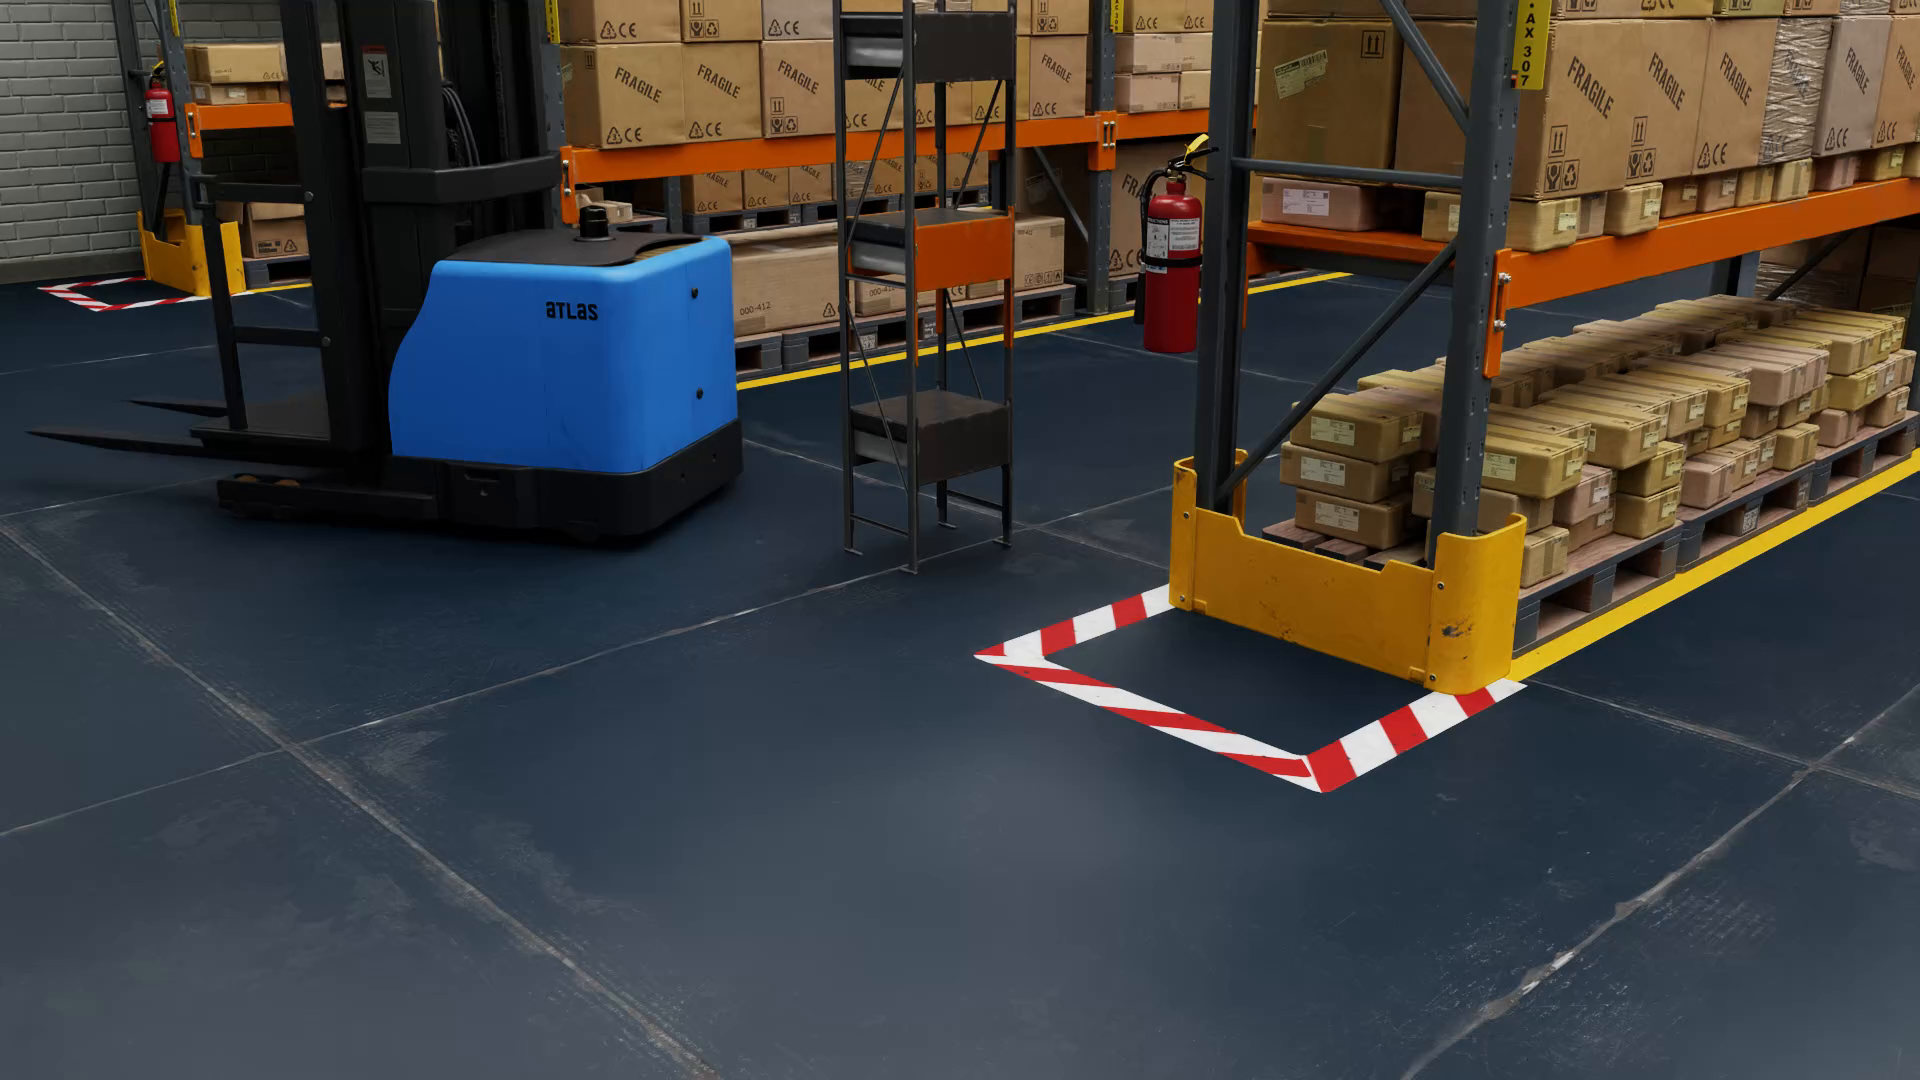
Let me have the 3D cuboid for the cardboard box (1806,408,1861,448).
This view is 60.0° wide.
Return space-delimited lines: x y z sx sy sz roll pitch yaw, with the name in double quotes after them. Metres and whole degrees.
3.635 -0.523 7.177 0.380 0.149 0.250 17 25 42 "cardboard box"

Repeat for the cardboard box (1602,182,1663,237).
2.022 -1.082 5.367 0.380 0.149 0.250 17 25 42 "cardboard box"

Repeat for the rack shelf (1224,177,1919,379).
2.626 -1.180 6.427 4.000 0.370 1.077 -16 24 -41 "rack shelf"

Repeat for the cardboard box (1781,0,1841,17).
2.805 -2.121 5.898 0.500 0.500 0.500 17 25 42 "cardboard box"

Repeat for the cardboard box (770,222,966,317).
-0.575 -1.716 10.387 0.875 0.438 0.875 17 25 42 "cardboard box"

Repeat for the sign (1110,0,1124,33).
0.988 -3.359 10.450 0.005 0.325 0.100 -16 24 -41 "sign"

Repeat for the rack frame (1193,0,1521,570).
1.173 -1.098 5.009 0.127 3.000 1.000 -16 24 -41 "rack frame"

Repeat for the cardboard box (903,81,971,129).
-0.282 -2.706 9.805 0.500 0.500 0.500 -17 24 -42 "cardboard box"

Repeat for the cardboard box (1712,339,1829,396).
3.290 -0.706 6.776 0.380 0.149 0.250 16 24 41 "cardboard box"

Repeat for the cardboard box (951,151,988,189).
-0.061 -3.866 16.917 0.500 0.500 0.500 -15 23 -39 "cardboard box"

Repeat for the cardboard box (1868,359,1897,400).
3.881 -0.733 7.341 0.380 0.149 0.250 16 24 41 "cardboard box"

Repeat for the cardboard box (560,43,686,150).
-1.755 -2.271 8.464 0.500 0.500 0.500 -17 24 -41 "cardboard box"

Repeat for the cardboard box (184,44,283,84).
-5.200 -3.404 11.880 0.500 0.250 0.500 -16 24 -41 "cardboard box"

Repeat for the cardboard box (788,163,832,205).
-1.556 -3.428 15.566 0.500 0.500 0.500 17 25 42 "cardboard box"

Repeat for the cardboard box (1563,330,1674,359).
2.740 -0.764 6.955 0.380 0.149 0.250 17 24 42 "cardboard box"

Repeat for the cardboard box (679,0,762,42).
-1.386 -2.858 8.654 0.500 0.500 0.500 -17 25 -42 "cardboard box"

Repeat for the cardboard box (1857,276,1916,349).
4.799 -1.054 8.244 0.500 0.500 0.500 -15 23 -39 "cardboard box"

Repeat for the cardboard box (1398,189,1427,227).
1.422 -1.156 5.593 0.250 0.149 0.380 -16 24 -41 "cardboard box"

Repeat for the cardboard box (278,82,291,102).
-4.967 -3.314 12.251 0.250 0.149 0.380 -17 24 -42 "cardboard box"

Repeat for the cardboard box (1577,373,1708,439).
2.507 -0.498 6.133 0.250 0.149 0.380 -15 23 -39 "cardboard box"

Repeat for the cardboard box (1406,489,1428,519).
1.529 -0.178 6.110 0.250 0.149 0.380 -15 23 -39 "cardboard box"

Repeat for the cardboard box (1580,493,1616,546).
2.083 -0.109 5.900 0.250 0.149 0.380 -16 24 -40 "cardboard box"

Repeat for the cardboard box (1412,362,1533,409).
1.938 -0.558 6.320 0.380 0.149 0.250 17 24 42 "cardboard box"

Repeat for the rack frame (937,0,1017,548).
0.057 -1.015 6.212 0.015 2.100 0.400 -16 24 -41 "rack frame"

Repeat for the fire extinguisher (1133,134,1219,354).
0.673 -0.934 5.233 0.183 0.674 0.296 -16 24 -41 "fire extinguisher"

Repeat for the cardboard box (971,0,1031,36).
0.078 -3.290 9.984 0.500 0.500 0.500 -17 24 -42 "cardboard box"

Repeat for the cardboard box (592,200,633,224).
-3.011 -2.805 14.215 0.380 0.149 0.250 17 25 42 "cardboard box"

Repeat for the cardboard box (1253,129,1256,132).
2.302 -2.755 12.882 0.875 0.875 0.875 -16 24 -40 "cardboard box"

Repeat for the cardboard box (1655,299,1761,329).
3.446 -1.001 7.686 0.250 0.149 0.380 -15 23 -38 "cardboard box"

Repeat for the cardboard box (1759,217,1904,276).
4.447 -1.528 8.490 0.500 0.250 0.500 -17 25 -42 "cardboard box"

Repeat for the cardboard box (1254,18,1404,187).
1.323 -1.440 5.419 0.500 0.500 0.500 -16 24 -40 "cardboard box"

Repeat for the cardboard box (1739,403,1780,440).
3.068 -0.531 6.717 0.380 0.149 0.250 17 24 41 "cardboard box"

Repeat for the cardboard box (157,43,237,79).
-5.562 -3.525 12.254 0.500 0.250 0.500 -15 23 -39 "cardboard box"

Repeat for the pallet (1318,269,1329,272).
2.887 -2.405 13.560 1.213 0.211 1.003 -16 24 -41 "pallet"

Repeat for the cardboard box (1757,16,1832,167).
2.791 -1.650 6.066 0.500 0.500 0.500 -17 25 -42 "cardboard box"

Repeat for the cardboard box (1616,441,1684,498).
2.346 -0.284 5.957 0.250 0.149 0.380 -15 23 -39 "cardboard box"

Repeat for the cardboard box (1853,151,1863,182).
3.451 -1.552 6.815 0.380 0.149 0.250 17 25 42 "cardboard box"

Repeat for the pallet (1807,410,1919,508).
3.616 -0.469 7.590 1.213 0.211 1.003 -16 24 -41 "pallet"

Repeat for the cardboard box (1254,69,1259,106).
1.865 -3.212 11.770 0.500 0.250 0.500 -17 24 -41 "cardboard box"

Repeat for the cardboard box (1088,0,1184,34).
1.122 -3.586 10.898 0.500 0.500 0.500 -16 24 -40 "cardboard box"

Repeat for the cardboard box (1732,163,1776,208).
2.732 -1.316 6.088 0.250 0.149 0.380 -15 23 -39 "cardboard box"

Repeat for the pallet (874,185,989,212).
-0.470 -3.517 16.990 1.213 0.211 1.003 -16 24 -41 "pallet"

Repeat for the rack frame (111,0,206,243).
-5.714 -3.298 11.793 0.127 3.000 1.000 -16 24 -41 "rack frame"

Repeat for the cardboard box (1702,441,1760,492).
2.888 -0.312 6.525 0.250 0.149 0.380 -16 24 -41 "cardboard box"

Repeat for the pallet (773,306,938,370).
-0.888 -1.304 10.165 1.213 0.211 1.003 -16 24 -41 "pallet"

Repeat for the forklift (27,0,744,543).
-2.509 -1.621 6.733 3.031 2.935 1.130 5 19 16 "forklift"

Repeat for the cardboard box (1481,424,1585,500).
1.787 -0.260 5.400 0.380 0.149 0.250 17 24 41 "cardboard box"

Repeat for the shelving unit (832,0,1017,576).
-0.120 -0.964 6.053 0.503 2.100 0.431 -16 24 -41 "shelving unit"

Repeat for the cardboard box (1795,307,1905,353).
4.000 -0.939 7.494 0.250 0.149 0.380 -15 23 -39 "cardboard box"
